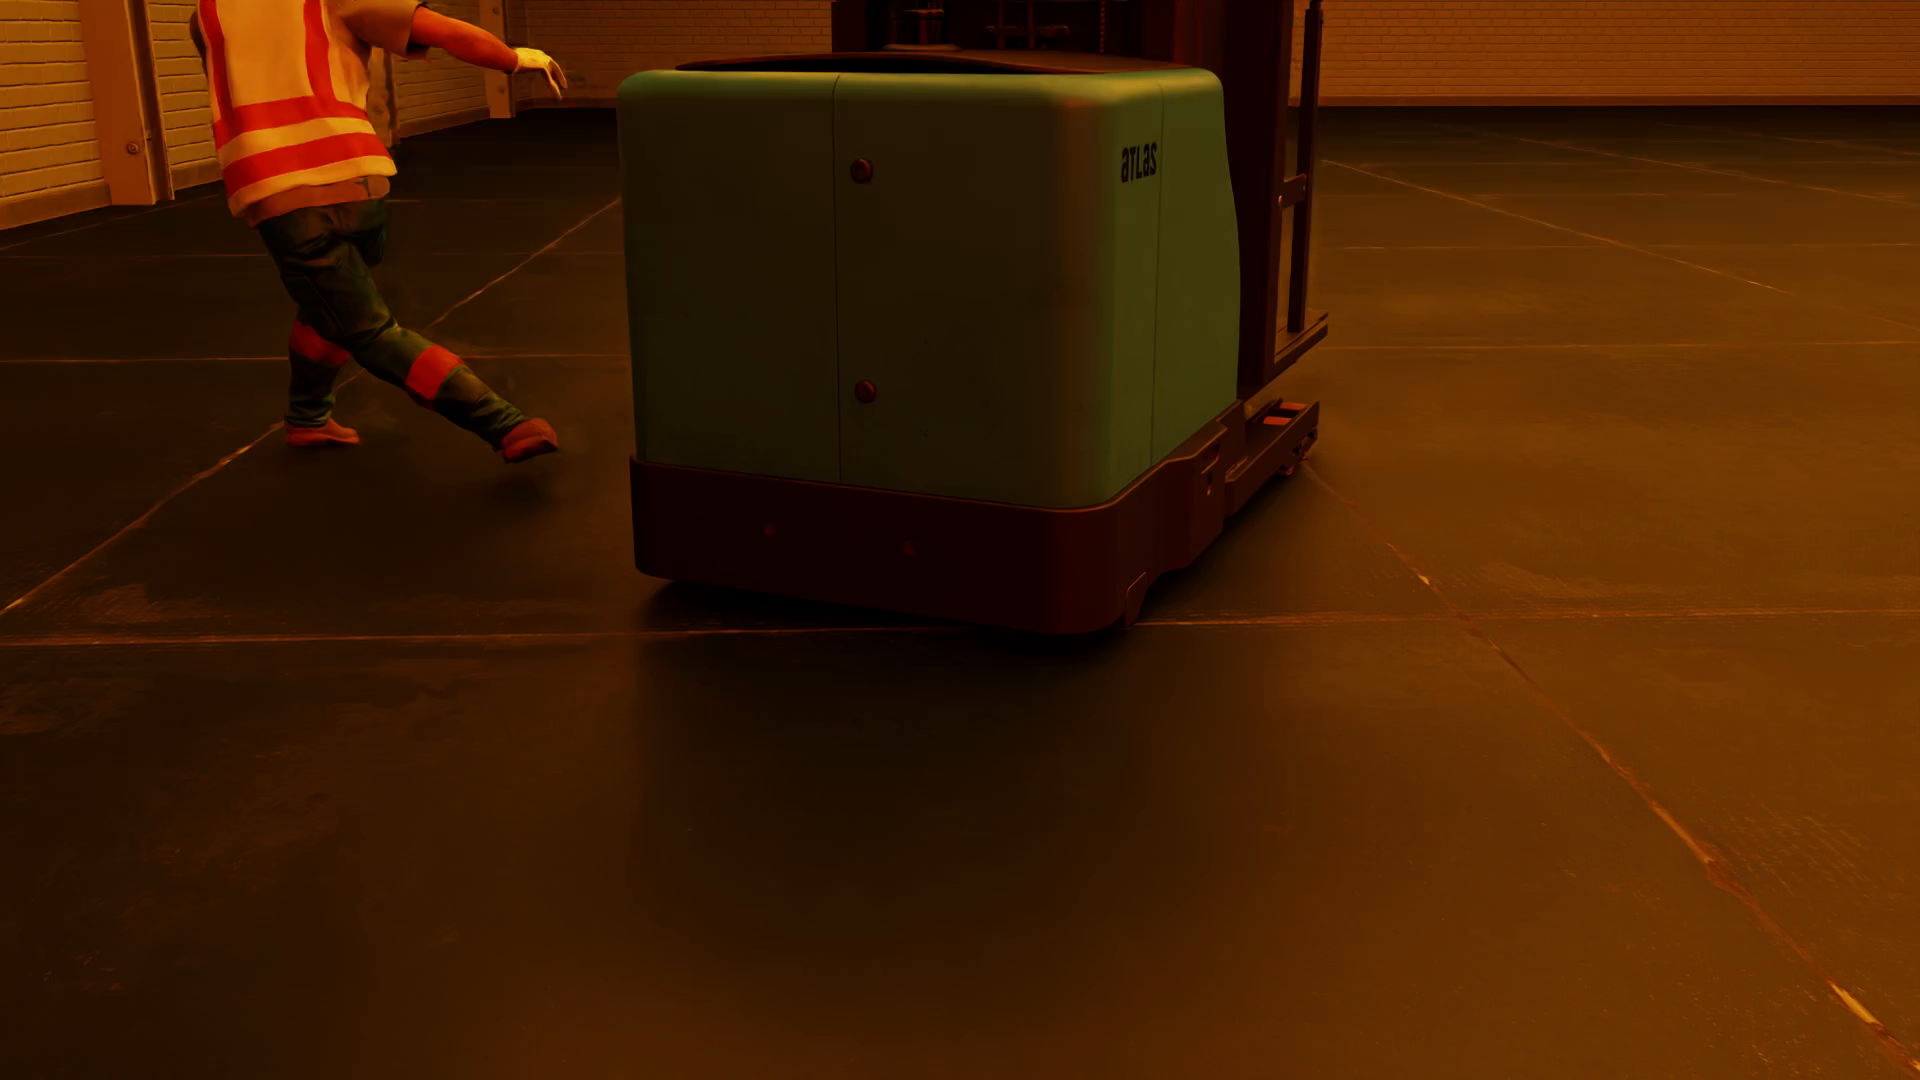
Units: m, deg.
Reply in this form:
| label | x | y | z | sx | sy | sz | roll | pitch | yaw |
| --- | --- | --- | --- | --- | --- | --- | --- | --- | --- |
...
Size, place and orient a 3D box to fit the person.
| label | x | y | z | sx | sy | sz | roll | pitch | yaw |
| --- | --- | --- | --- | --- | --- | --- | --- | --- | --- |
| person | -1.537 | -0.968 | 4.522 | 0.938 | 1.555 | 1.112 | -5 | 18 | -17 |

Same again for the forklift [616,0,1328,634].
| label | x | y | z | sx | sy | sz | roll | pitch | yaw |
| --- | --- | --- | --- | --- | --- | --- | --- | --- | --- |
| forklift | 0.362 | -1.614 | 4.183 | 1.130 | 2.935 | 3.031 | 7 | 18 | 22 |
